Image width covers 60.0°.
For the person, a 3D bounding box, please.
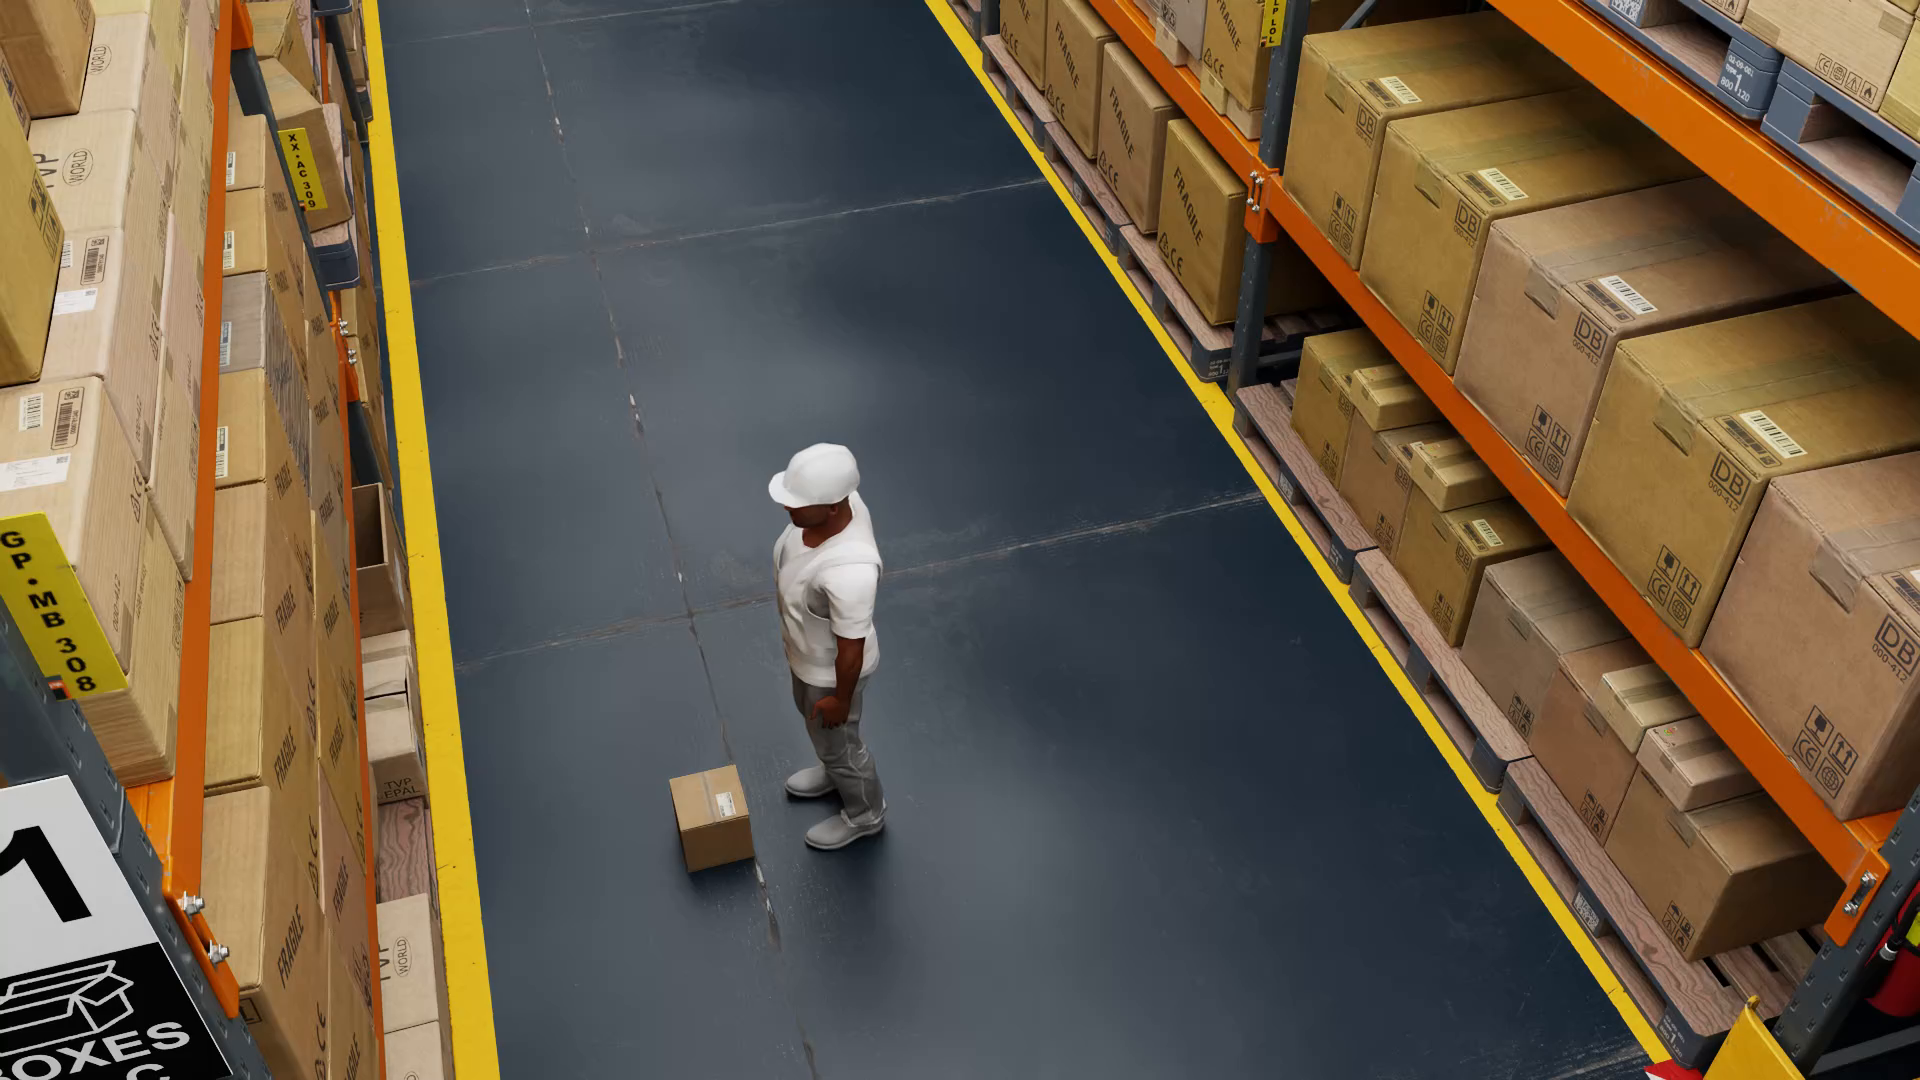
[{"bbox_3d":[-0.453,0.378,5.726,0.369,1.762,0.563,-11,43,-12],"label":"person"}]
